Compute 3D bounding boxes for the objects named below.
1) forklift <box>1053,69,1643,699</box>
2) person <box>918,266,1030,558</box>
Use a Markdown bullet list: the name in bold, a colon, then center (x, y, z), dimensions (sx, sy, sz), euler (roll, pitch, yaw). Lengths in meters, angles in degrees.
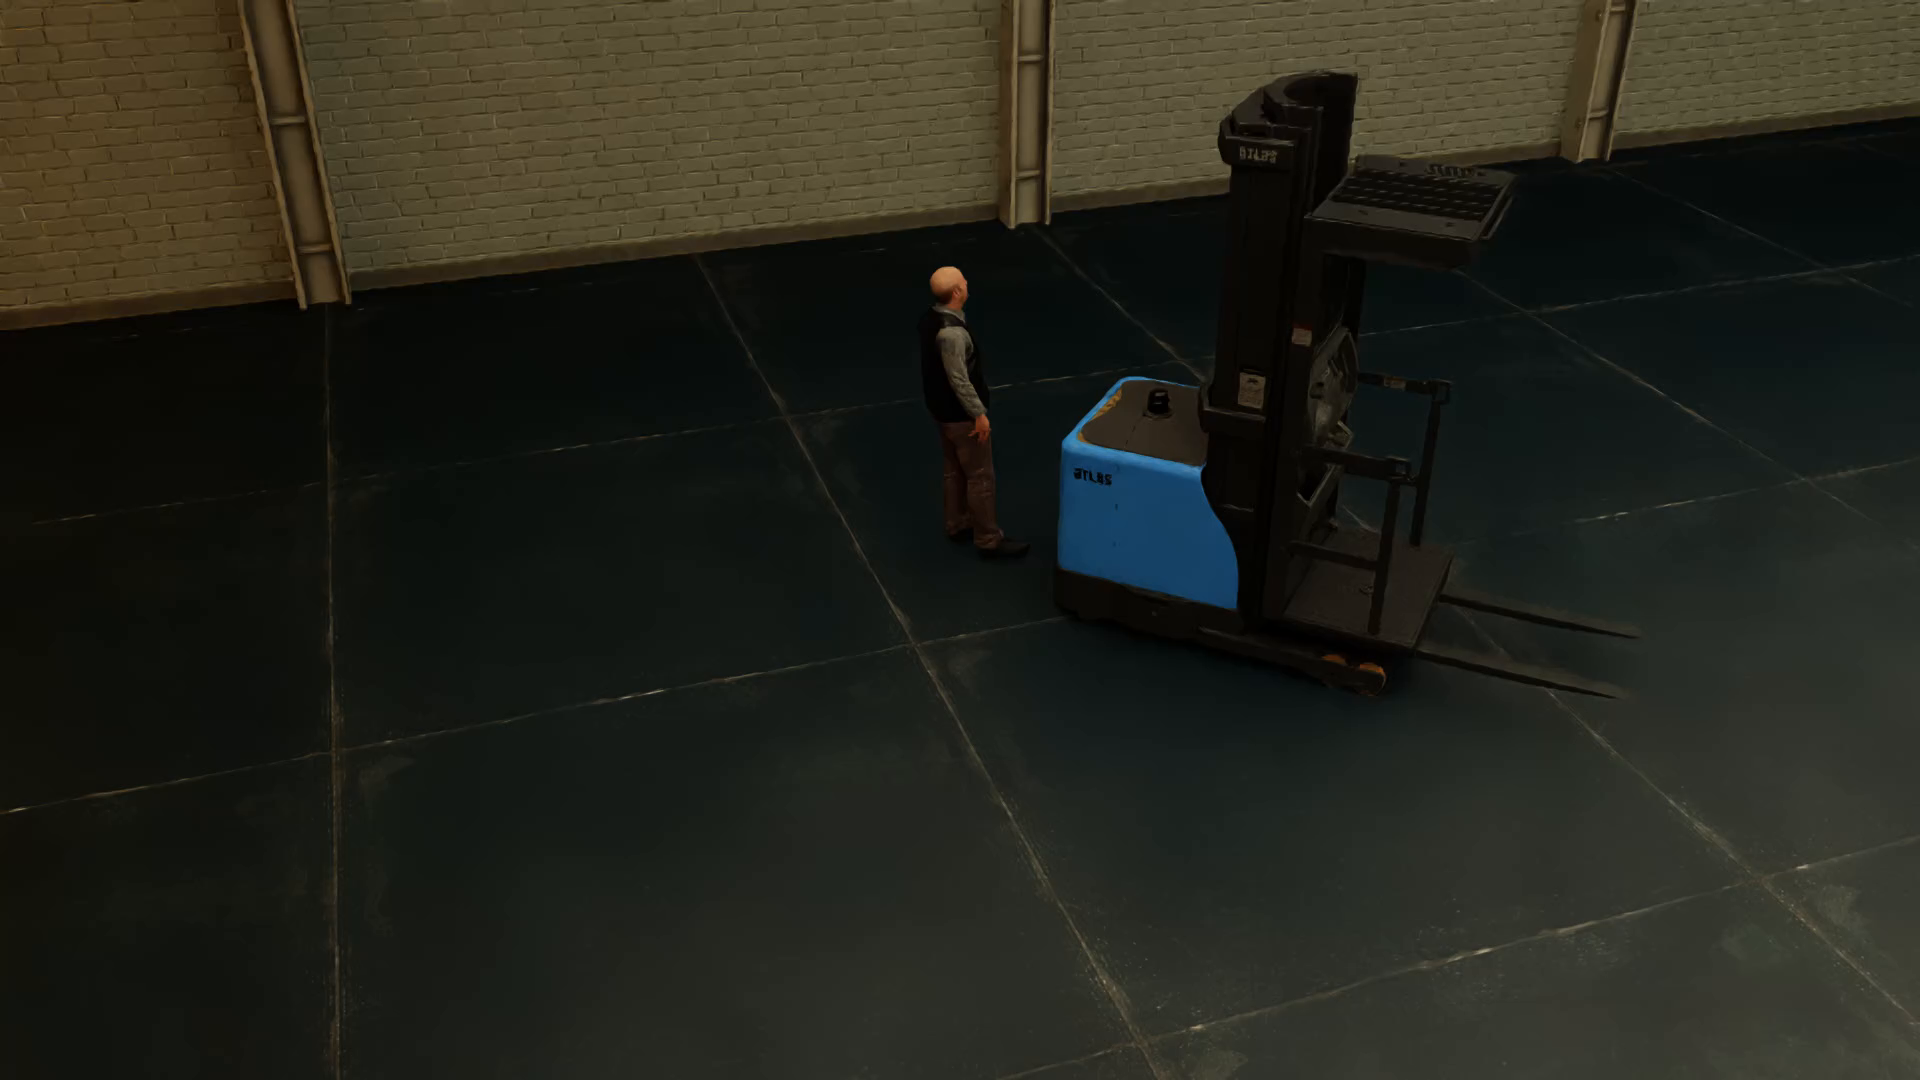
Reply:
- **forklift**: center (2.080, -0.767, 8.420), dimensions (3.031, 2.935, 1.130), euler (13, 32, 22)
- **person**: center (0.062, -0.759, 9.604), dimensions (0.567, 1.720, 0.632), euler (-10, 31, -16)
